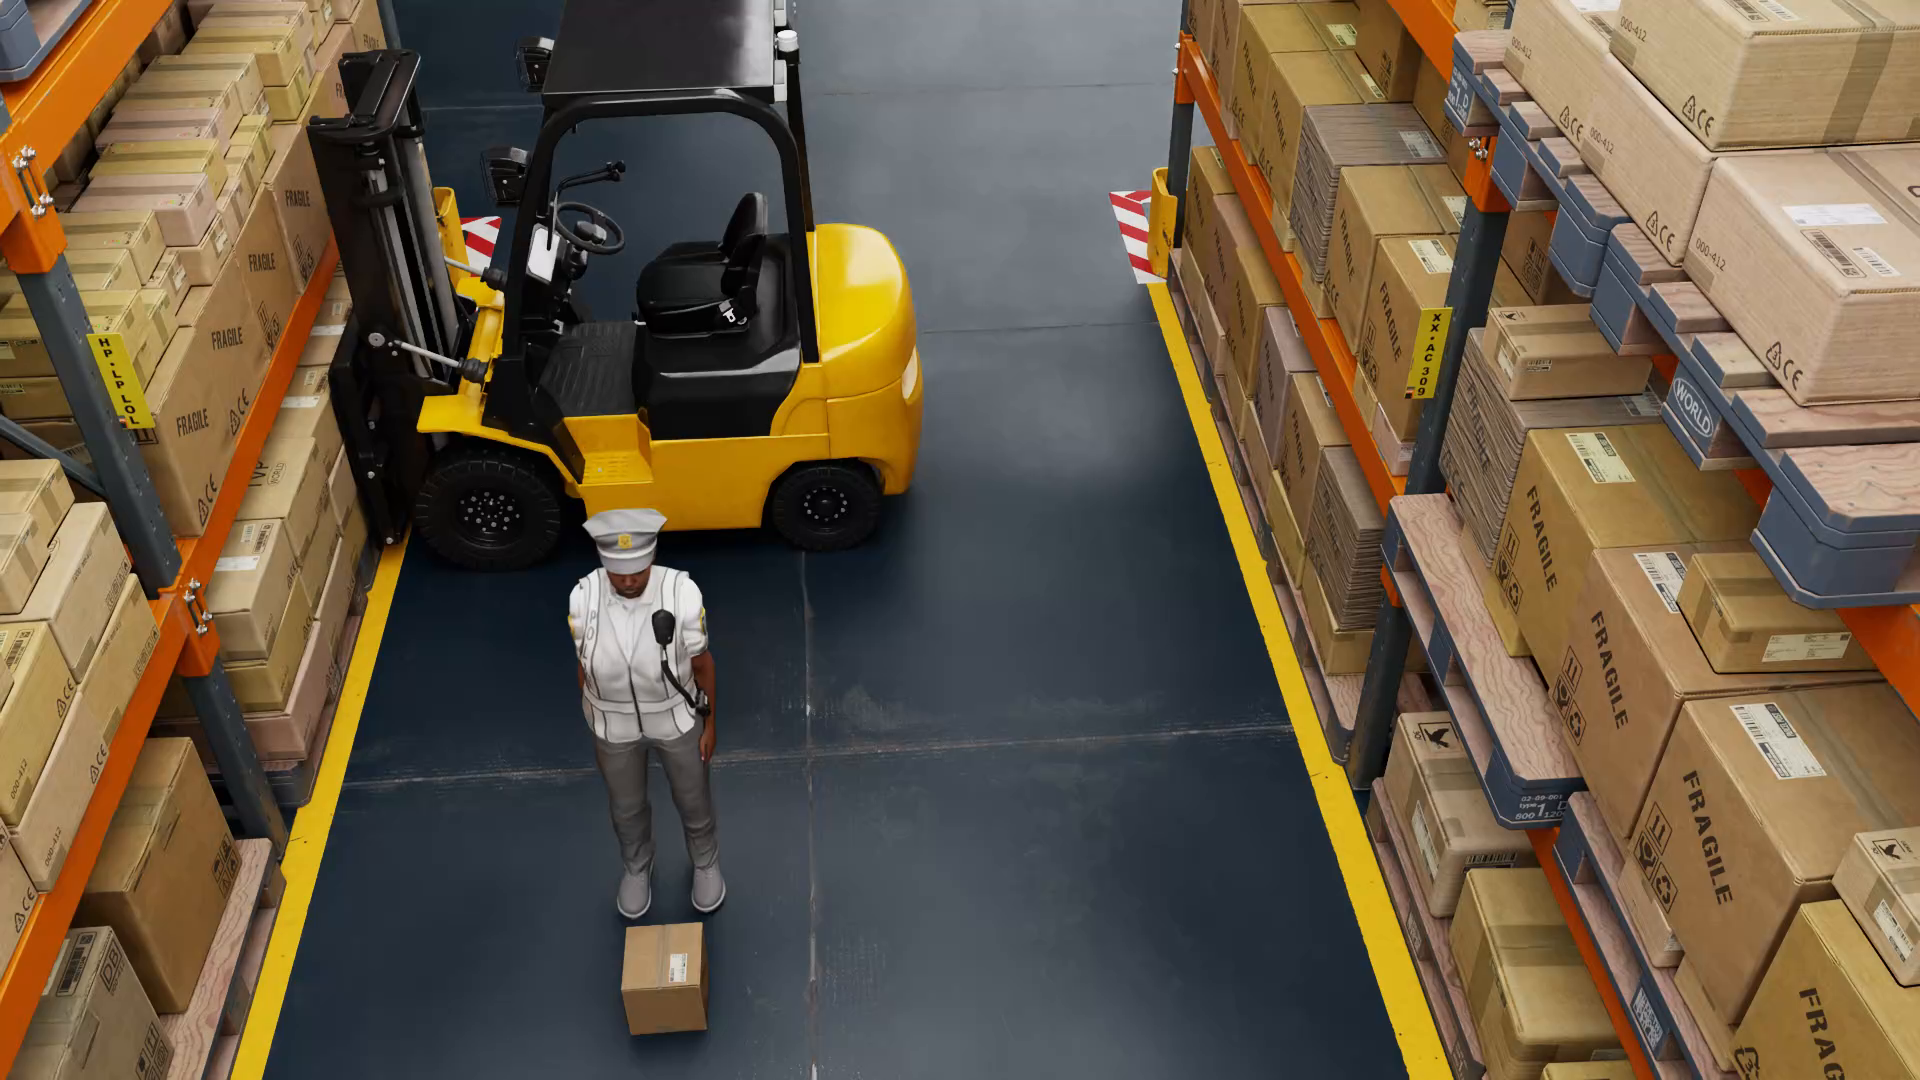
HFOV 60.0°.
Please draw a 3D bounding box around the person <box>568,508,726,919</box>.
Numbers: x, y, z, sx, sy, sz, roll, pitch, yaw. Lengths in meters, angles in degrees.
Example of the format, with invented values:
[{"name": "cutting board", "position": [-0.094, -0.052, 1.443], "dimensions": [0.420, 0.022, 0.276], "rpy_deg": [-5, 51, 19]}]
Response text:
[{"name": "person", "position": [-1.002, 0.590, 5.425], "dimensions": [0.437, 1.680, 0.340], "rpy_deg": [-2, 39, -3]}]
